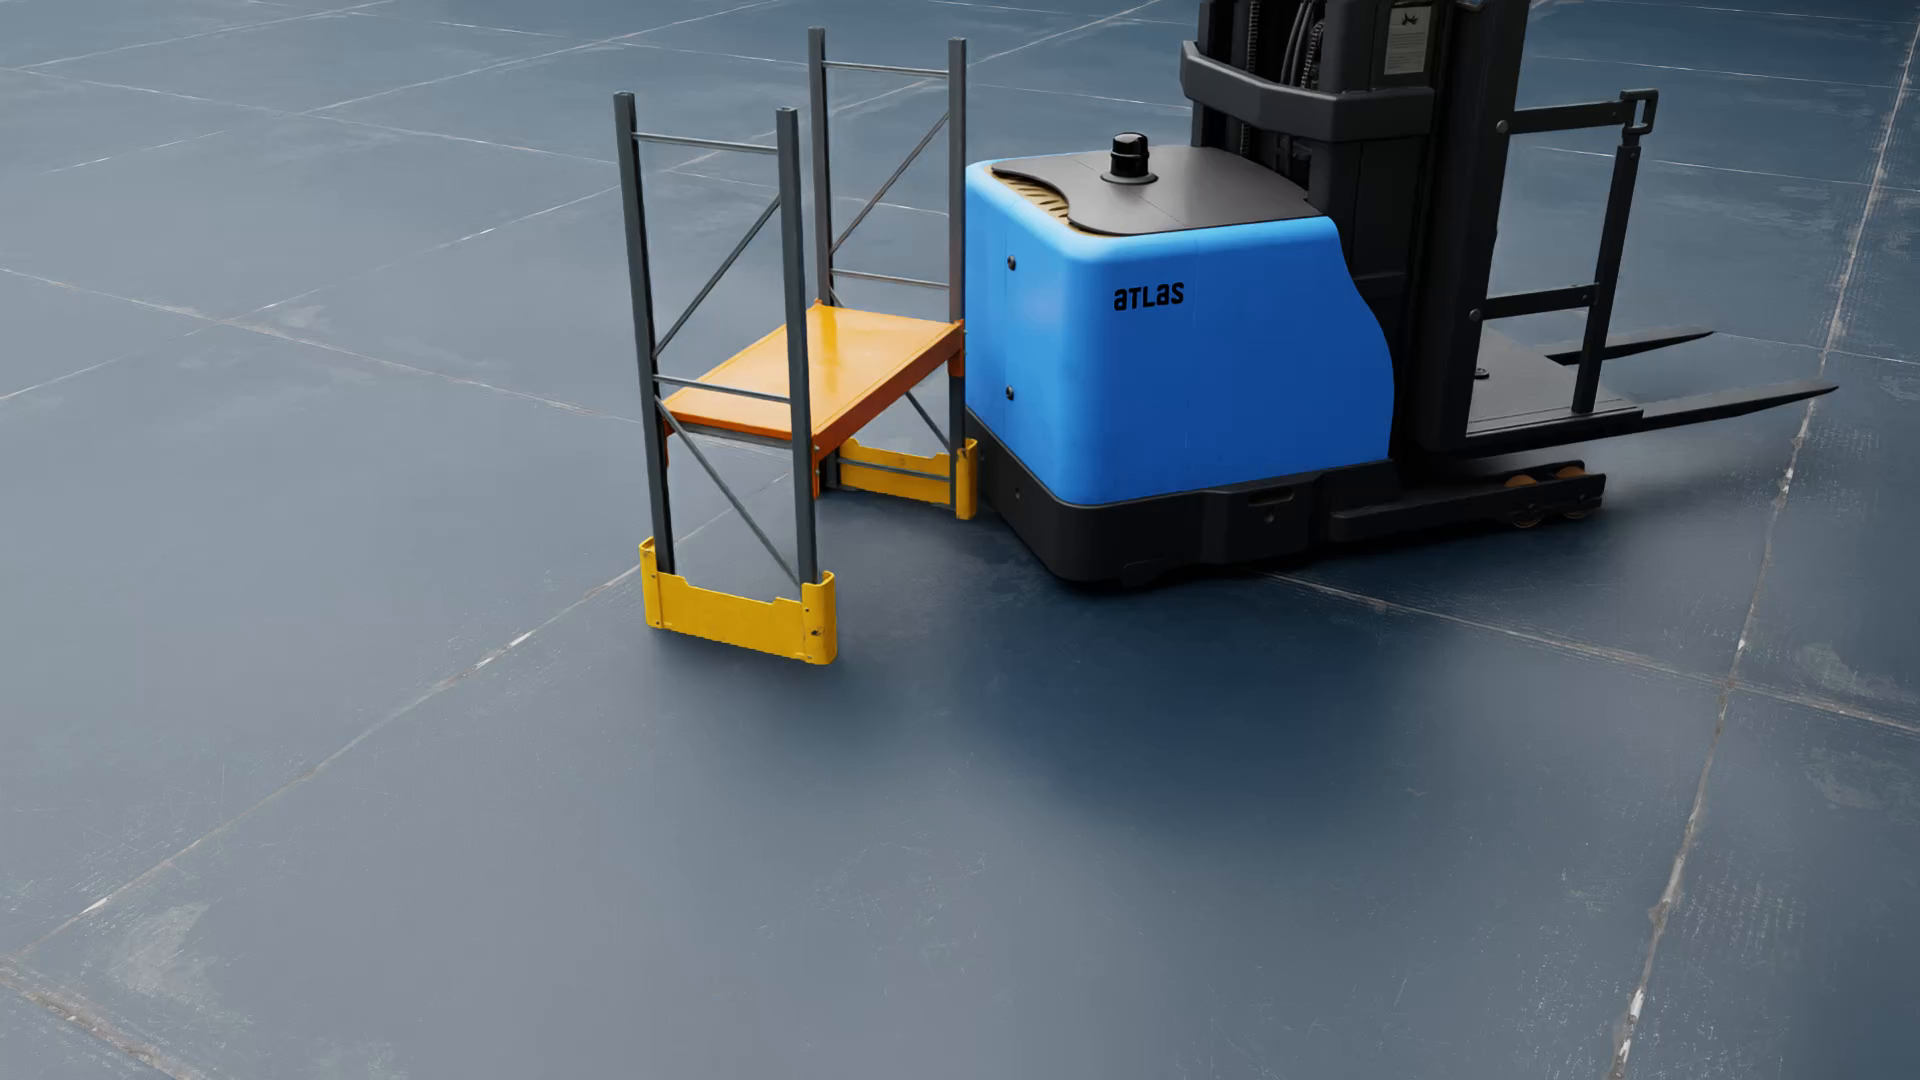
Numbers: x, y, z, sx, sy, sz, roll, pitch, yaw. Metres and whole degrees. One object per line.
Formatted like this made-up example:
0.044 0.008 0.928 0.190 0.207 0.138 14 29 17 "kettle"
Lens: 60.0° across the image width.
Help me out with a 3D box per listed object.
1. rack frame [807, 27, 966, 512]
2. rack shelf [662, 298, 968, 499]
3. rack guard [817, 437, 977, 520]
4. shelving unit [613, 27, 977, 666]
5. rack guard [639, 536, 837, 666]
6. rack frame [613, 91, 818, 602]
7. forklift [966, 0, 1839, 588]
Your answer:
-0.217 -0.809 5.191 0.500 1.500 0.032 11 29 21 "rack frame"
-0.419 -0.439 4.854 0.538 0.185 1.000 11 29 21 "rack shelf"
-0.225 -0.242 5.455 0.587 0.250 0.087 11 29 21 "rack guard"
-0.423 -0.596 4.766 0.587 1.500 1.083 11 29 21 "shelving unit"
-0.620 0.167 4.637 0.587 0.250 0.087 11 29 21 "rack guard"
-0.621 -0.391 4.356 0.500 1.500 0.032 11 29 21 "rack frame"
1.549 -1.561 5.095 3.031 2.935 1.130 -9 28 -18 "forklift"
